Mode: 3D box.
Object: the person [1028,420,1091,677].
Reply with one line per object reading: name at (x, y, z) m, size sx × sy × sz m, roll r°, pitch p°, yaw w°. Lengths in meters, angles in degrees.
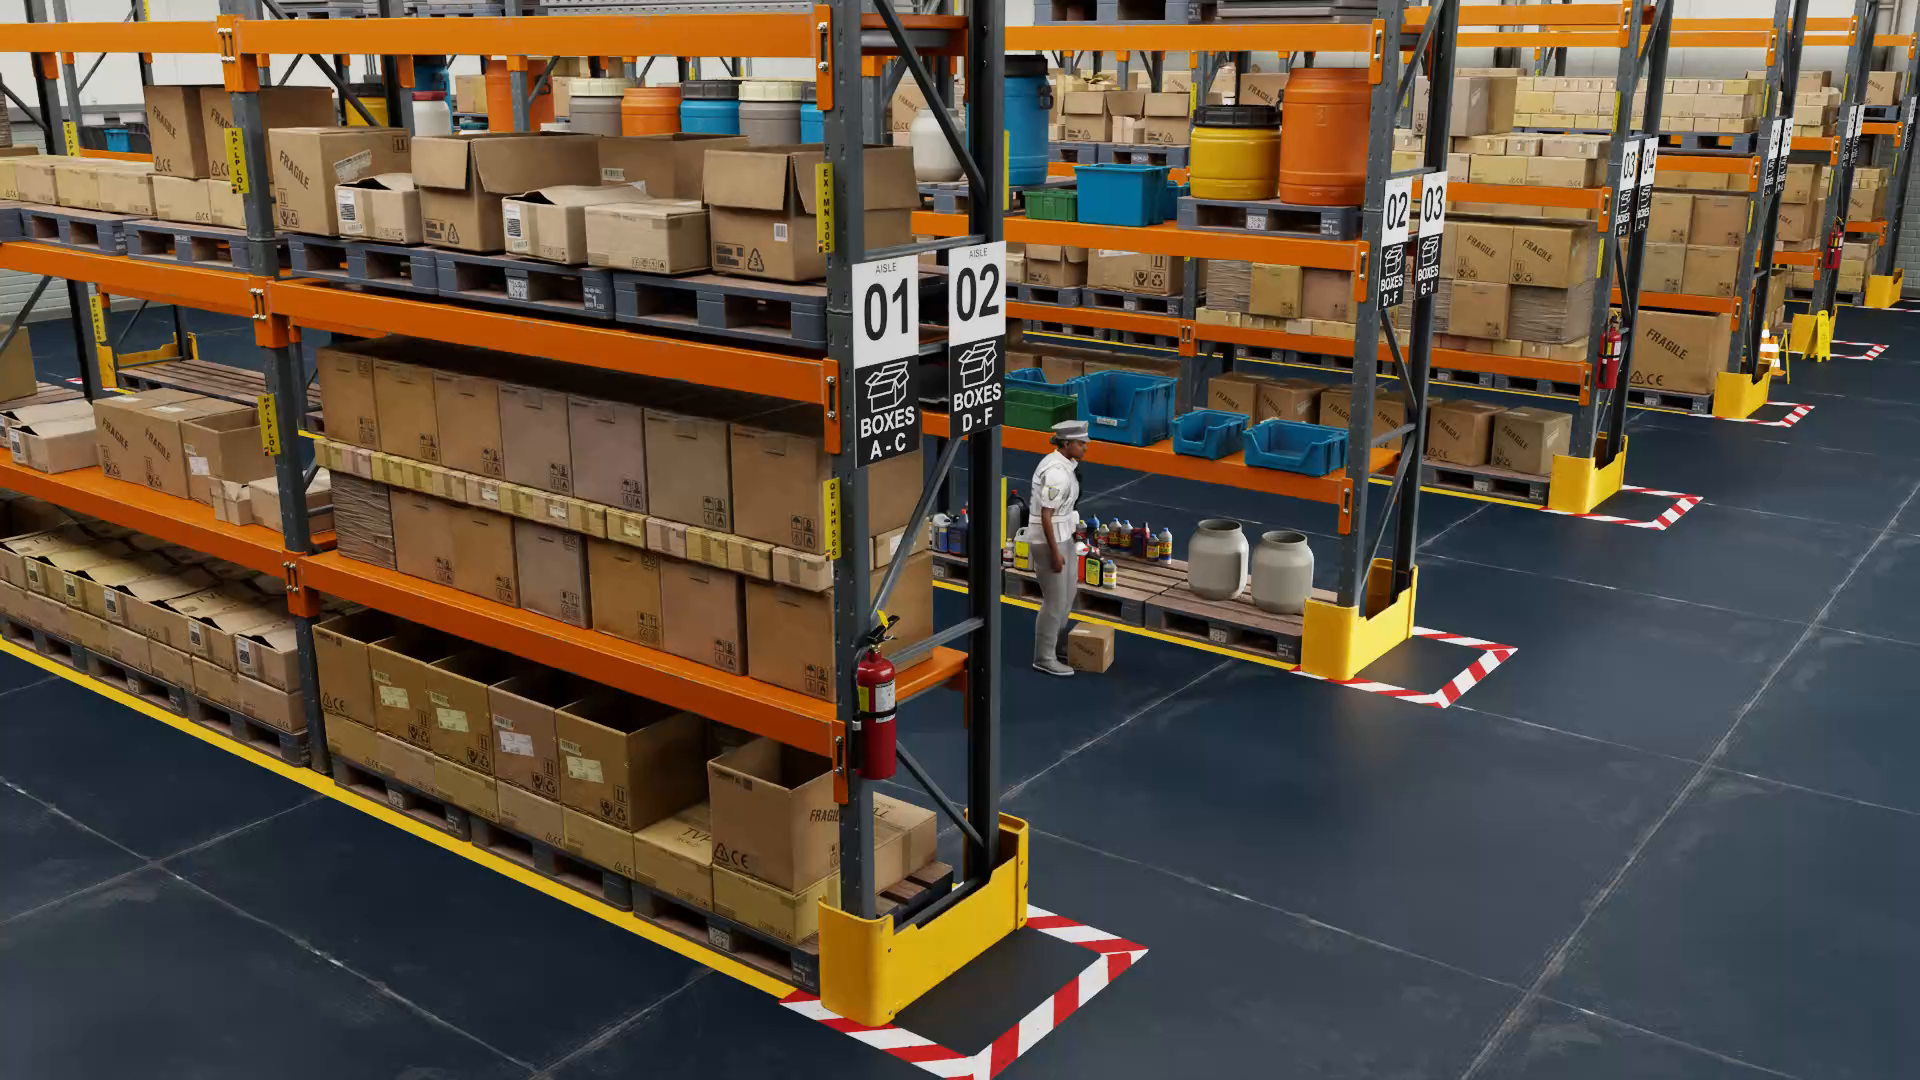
person at (0.648, 0.028, 10.947) m, size 0.396 × 1.658 × 0.526 m, roll 5°, pitch 17°, yaw 16°
